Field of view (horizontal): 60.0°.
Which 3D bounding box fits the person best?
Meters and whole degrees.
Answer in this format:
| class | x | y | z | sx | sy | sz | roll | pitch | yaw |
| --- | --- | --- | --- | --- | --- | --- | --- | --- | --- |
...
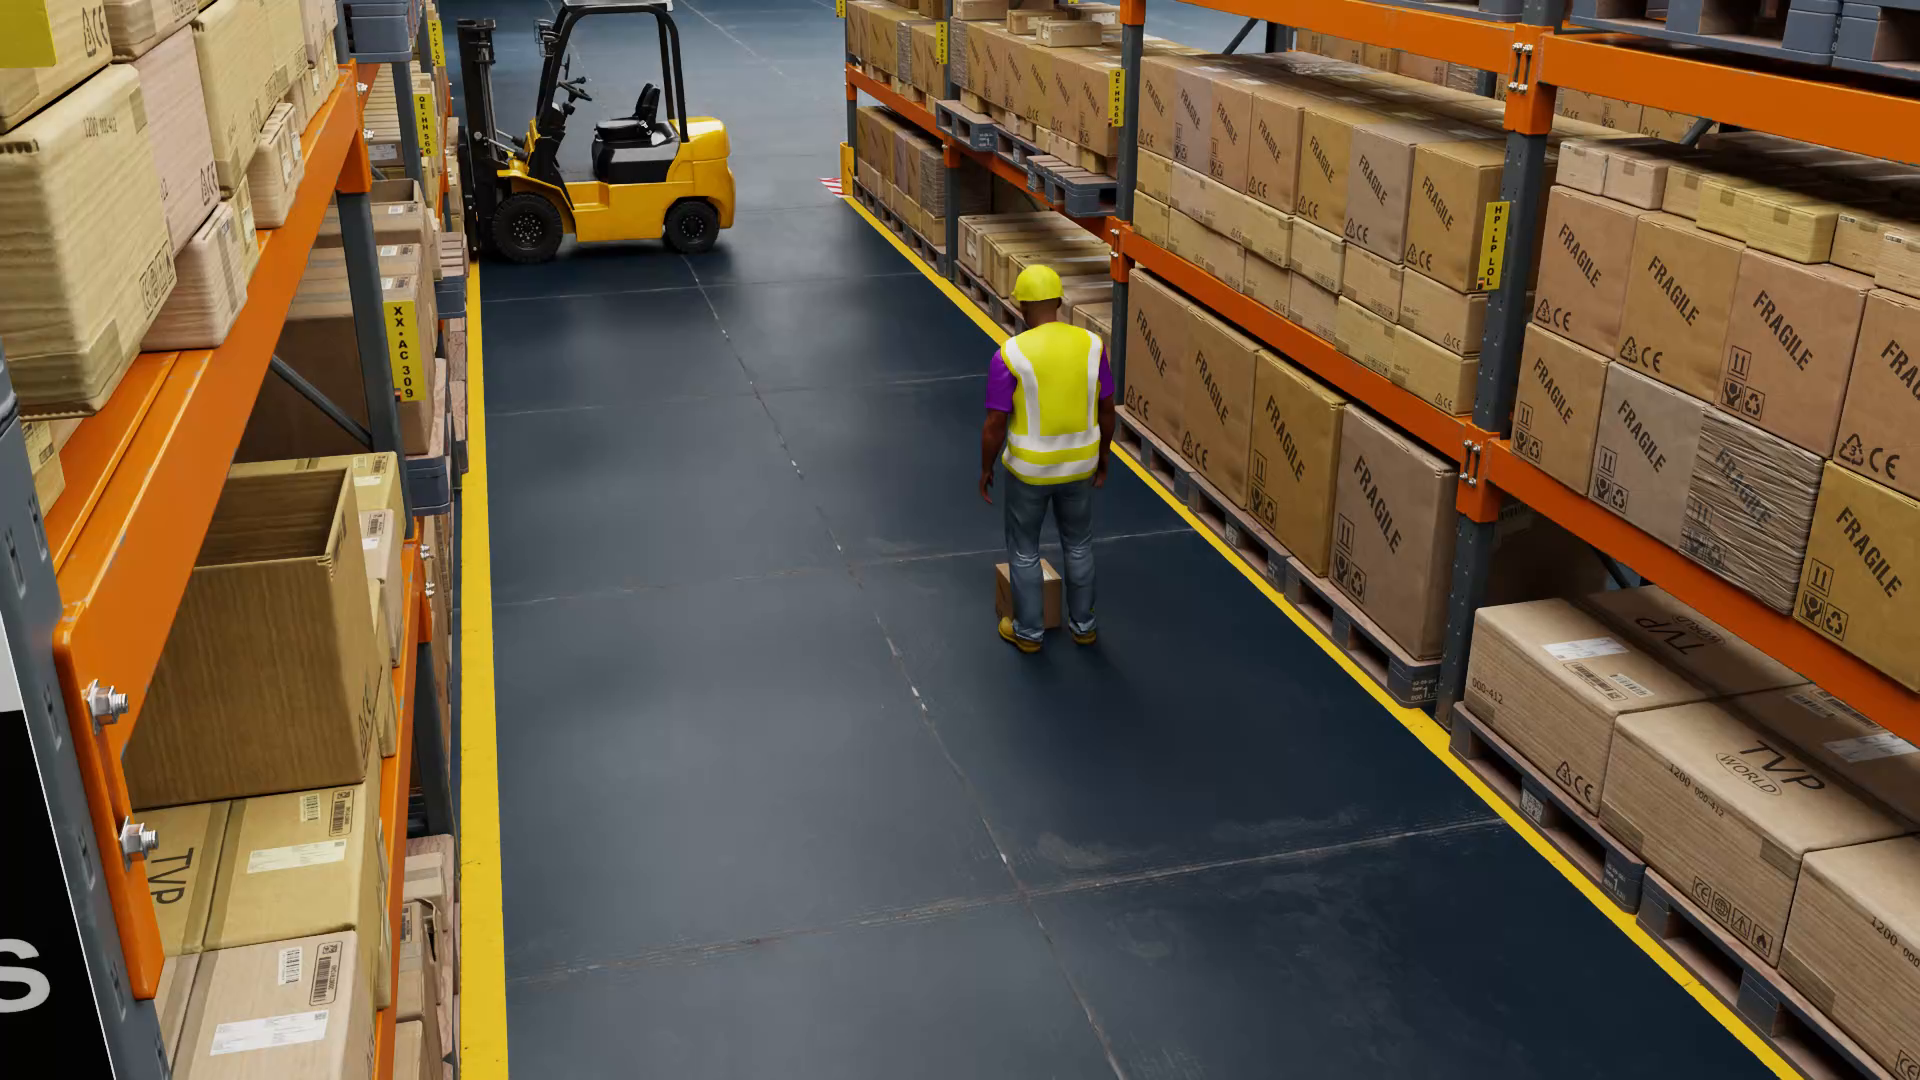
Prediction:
| class | x | y | z | sx | sy | sz | roll | pitch | yaw |
| --- | --- | --- | --- | --- | --- | --- | --- | --- | --- |
| person | 0.383 | -0.347 | 7.398 | 0.635 | 1.760 | 0.458 | -8 | 24 | -17 |
